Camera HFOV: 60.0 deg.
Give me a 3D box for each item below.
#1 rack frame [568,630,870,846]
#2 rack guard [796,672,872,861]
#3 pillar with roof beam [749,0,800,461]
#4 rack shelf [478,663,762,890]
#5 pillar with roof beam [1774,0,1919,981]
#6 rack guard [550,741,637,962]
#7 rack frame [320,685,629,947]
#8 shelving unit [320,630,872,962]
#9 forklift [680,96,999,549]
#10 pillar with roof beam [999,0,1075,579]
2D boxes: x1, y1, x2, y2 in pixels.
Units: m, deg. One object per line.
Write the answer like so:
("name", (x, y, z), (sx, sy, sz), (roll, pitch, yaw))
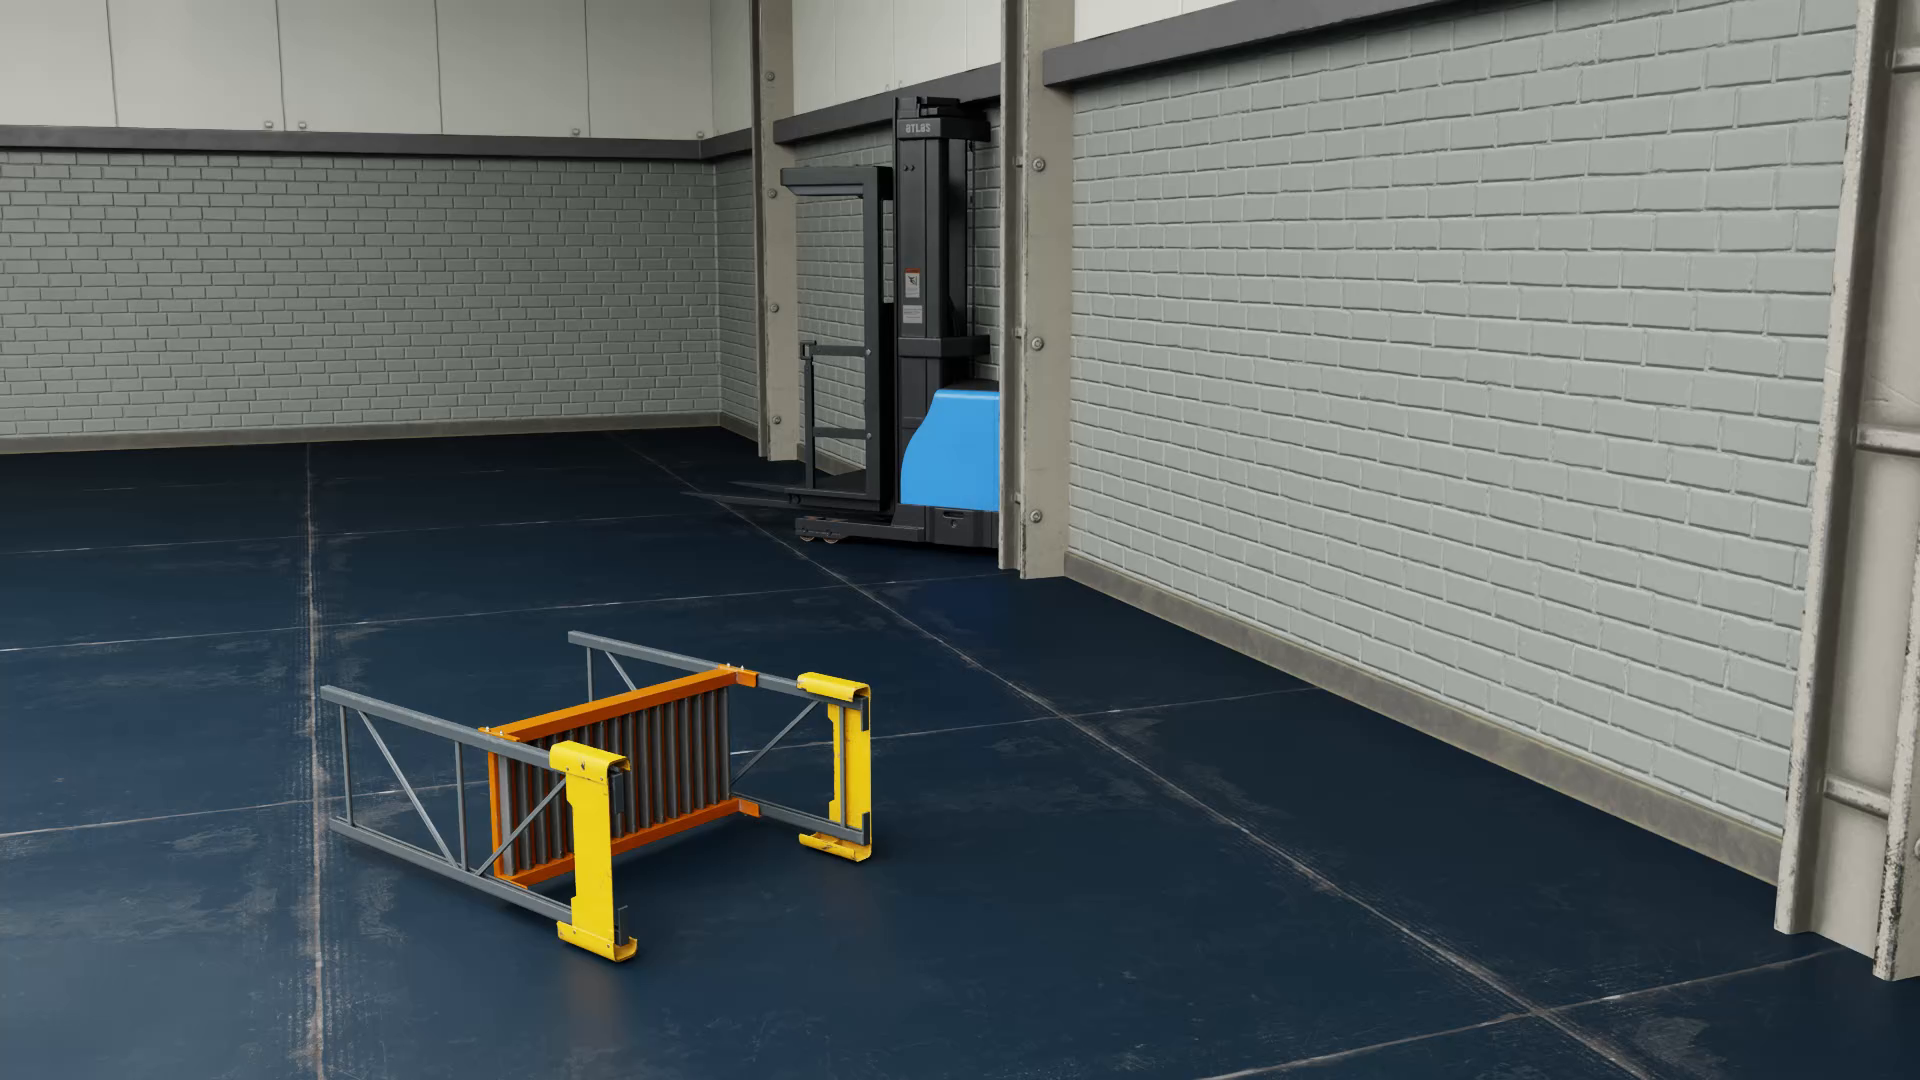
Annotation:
("rack frame", (-0.889, 0.674, 5.883), (1.500, 0.500, 0.032), (8, 13, 38))
("rack guard", (-0.415, 0.745, 5.482), (0.250, 0.587, 0.087), (8, 13, 38))
("pillar with roof beam", (-5.731, -4.941, 13.505), (9.100, 9.000, 0.400), (-4, 11, -21))
("rack shelf", (-1.068, 0.763, 5.382), (0.185, 0.538, 1.000), (8, 13, 38))
("pillar with roof beam", (-1.382, -2.983, 2.493), (9.100, 9.000, 0.400), (-4, 11, -21))
("rack guard", (-1.040, 0.881, 4.718), (0.250, 0.587, 0.087), (8, 13, 38))
("rack frame", (-1.527, 0.812, 5.104), (1.500, 0.500, 0.032), (8, 13, 38))
("shelving unit", (-1.214, 0.744, 5.486), (1.500, 0.587, 1.083), (8, 13, 38))
("forklift", (-0.550, -1.495, 11.454), (3.031, 2.935, 1.130), (5, 11, 28))
("pillar with roof beam", (-3.557, -3.962, 7.999), (9.100, 9.000, 0.400), (-4, 11, -21))
